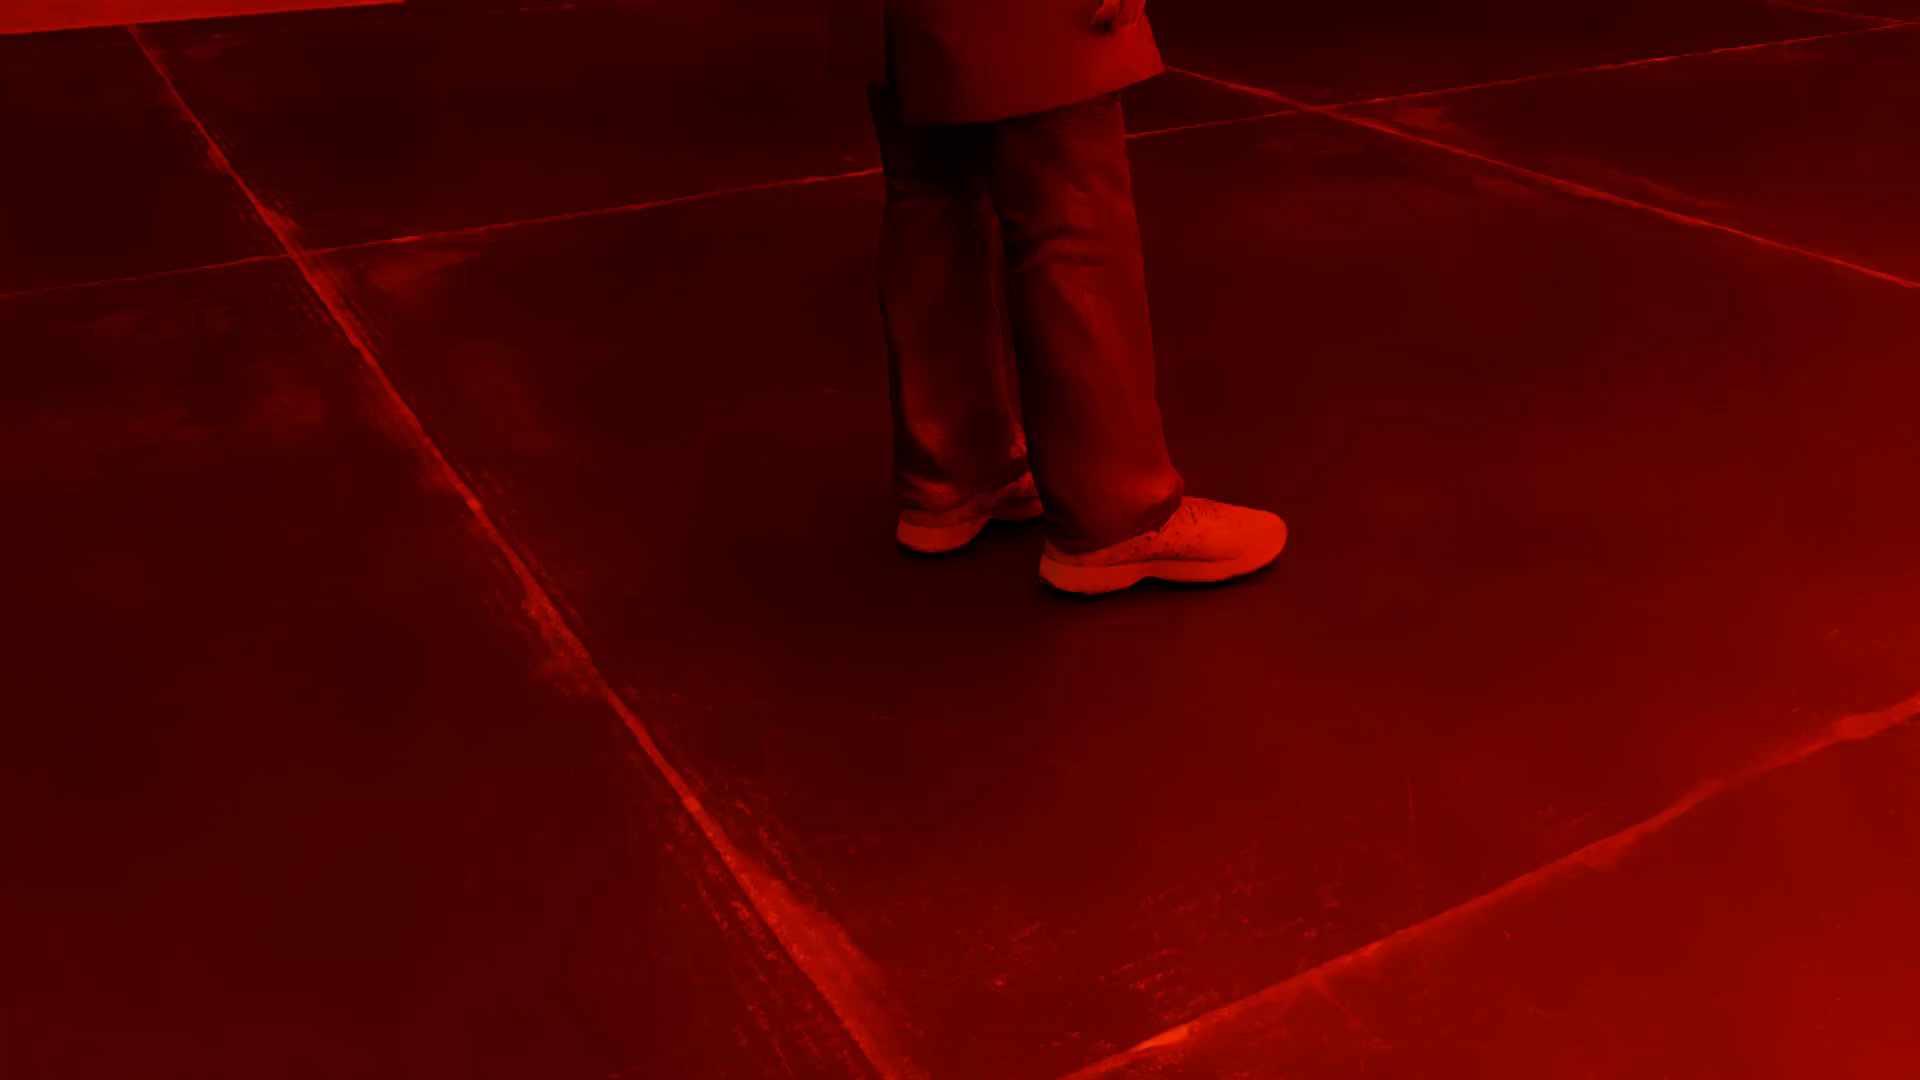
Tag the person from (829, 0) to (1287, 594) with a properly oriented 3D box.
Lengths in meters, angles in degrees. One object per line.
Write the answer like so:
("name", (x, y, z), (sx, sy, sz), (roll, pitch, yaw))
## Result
("person", (0.084, -0.816, 2.128), (0.580, 1.776, 0.684), (-15, 30, -26))
